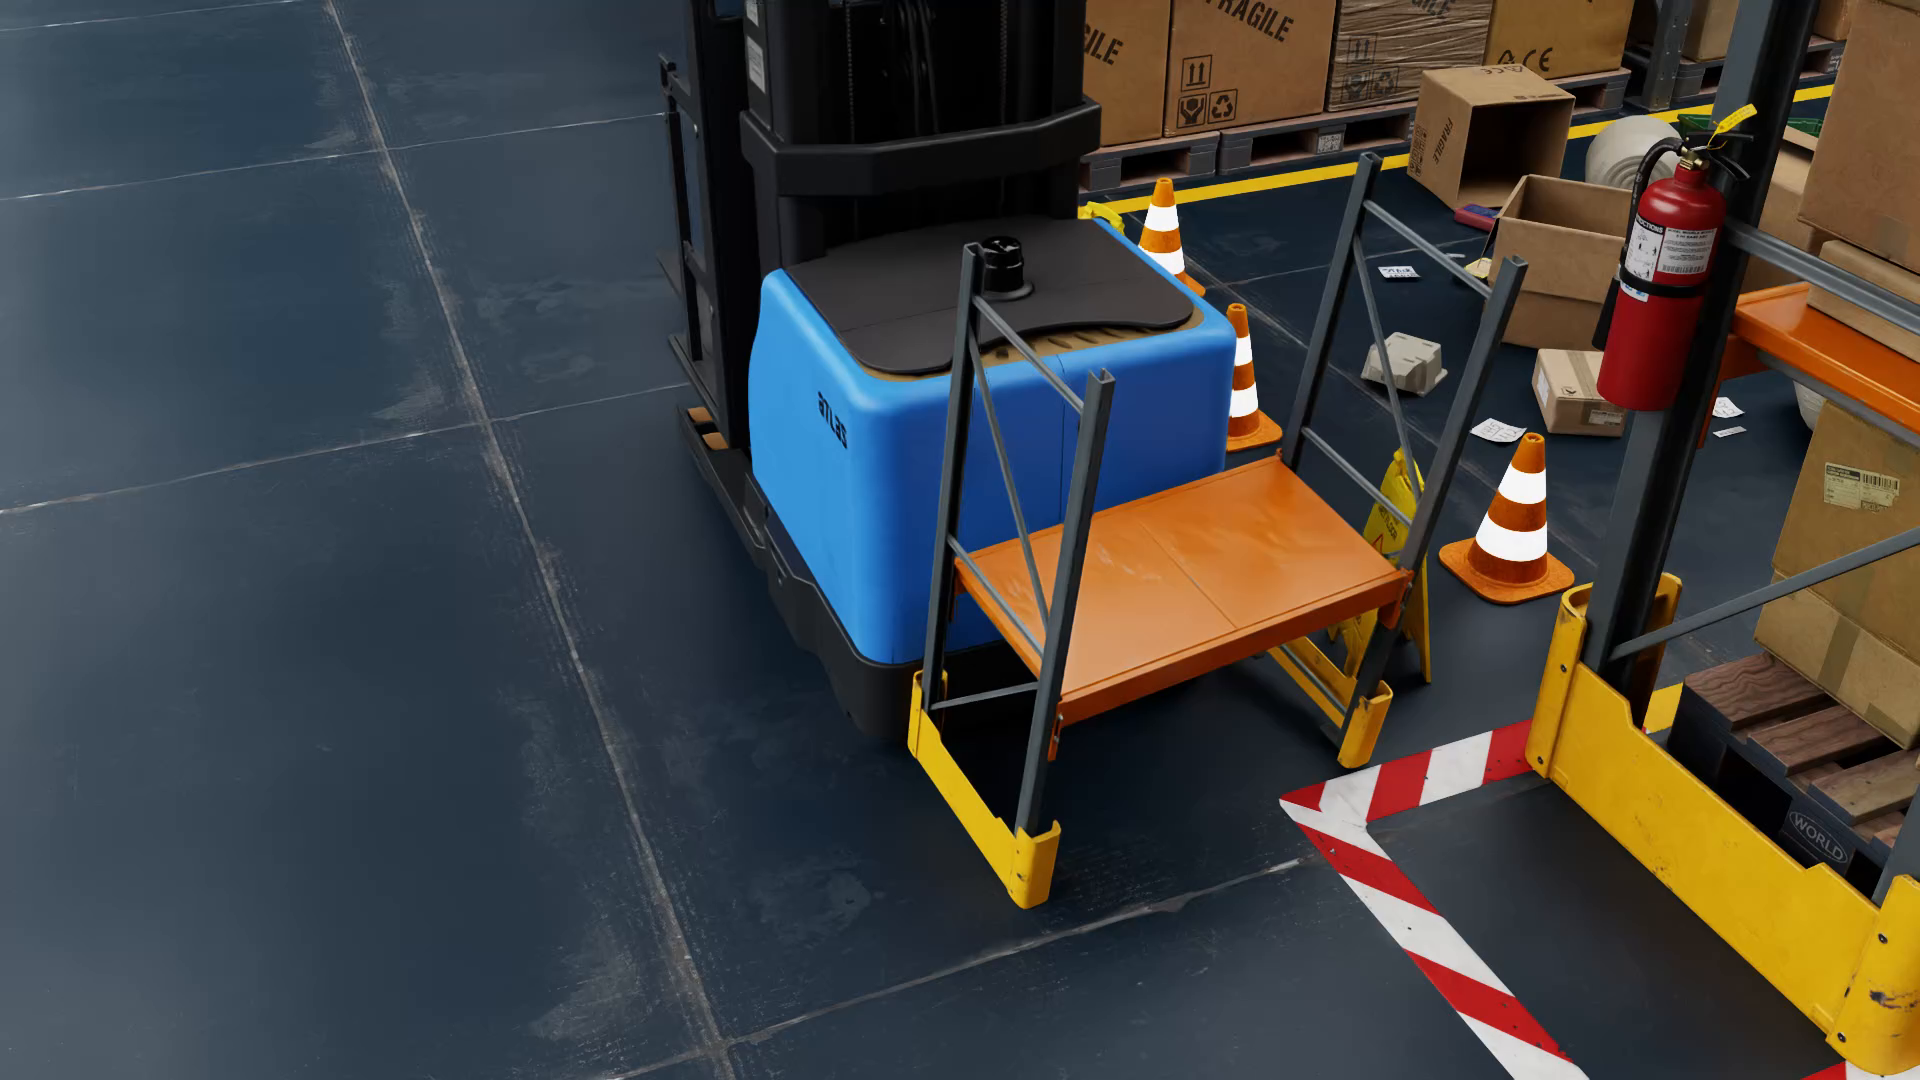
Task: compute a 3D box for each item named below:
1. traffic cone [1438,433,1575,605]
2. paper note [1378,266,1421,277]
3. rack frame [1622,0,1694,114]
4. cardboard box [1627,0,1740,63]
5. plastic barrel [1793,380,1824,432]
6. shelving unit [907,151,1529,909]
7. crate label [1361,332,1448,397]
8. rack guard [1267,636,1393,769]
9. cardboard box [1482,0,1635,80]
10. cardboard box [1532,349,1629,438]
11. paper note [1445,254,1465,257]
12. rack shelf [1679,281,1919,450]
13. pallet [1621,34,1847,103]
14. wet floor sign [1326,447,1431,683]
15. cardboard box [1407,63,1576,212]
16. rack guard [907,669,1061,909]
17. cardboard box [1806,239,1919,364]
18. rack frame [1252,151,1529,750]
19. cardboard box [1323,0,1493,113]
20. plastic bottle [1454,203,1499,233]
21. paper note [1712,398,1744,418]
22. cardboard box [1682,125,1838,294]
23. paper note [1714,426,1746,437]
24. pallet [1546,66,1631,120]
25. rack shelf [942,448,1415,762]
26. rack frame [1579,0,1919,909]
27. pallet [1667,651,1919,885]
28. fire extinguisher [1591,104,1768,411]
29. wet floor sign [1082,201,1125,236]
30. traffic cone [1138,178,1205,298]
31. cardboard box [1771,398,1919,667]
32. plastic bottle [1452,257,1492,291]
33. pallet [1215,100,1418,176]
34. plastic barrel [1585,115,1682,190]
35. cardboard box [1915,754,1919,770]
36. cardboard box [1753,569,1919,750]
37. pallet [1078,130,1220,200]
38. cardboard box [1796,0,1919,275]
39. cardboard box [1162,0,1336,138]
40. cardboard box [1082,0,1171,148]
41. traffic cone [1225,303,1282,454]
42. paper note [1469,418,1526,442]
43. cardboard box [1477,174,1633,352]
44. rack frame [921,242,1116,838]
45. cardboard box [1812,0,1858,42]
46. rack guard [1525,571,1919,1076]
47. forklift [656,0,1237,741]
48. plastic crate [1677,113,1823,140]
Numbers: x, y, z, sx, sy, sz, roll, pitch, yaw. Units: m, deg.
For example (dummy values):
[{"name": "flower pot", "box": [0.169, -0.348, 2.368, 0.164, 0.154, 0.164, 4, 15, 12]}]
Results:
[{"name": "traffic cone", "box": [1.677, -0.105, 4.987, 0.334, 0.463, 0.336, -13, 35, -19]}, {"name": "paper note", "box": [1.835, -1.120, 6.945, 0.142, 0.017, 0.144, -2, 33, -2]}, {"name": "rack frame", "box": [3.459, -3.741, 8.250, 0.127, 3.000, 1.000, -13, 35, -19]}, {"name": "cardboard box", "box": [3.996, -3.151, 9.020, 0.750, 0.750, 1.050, -13, 35, -19]}, {"name": "plastic barrel", "box": [3.098, -0.546, 5.702, 0.421, 0.421, 0.512, 10, 34, 14]}, {"name": "shelving unit", "box": [0.530, -0.013, 3.822, 1.083, 1.500, 0.587, -17, 46, -25]}, {"name": "crate label", "box": [1.635, -0.652, 6.127, 0.250, 0.136, 0.298, 23, 39, 30]}, {"name": "rack guard", "box": [0.911, 0.319, 4.442, 0.087, 0.250, 0.587, -17, 46, -25]}, {"name": "cardboard box", "box": [2.852, -2.929, 8.565, 0.875, 0.875, 0.875, -12, 35, -18]}, {"name": "cardboard box", "box": [2.206, -0.526, 5.923, 0.250, 0.149, 0.380, 4, 33, 6]}, {"name": "paper note", "box": [2.095, -1.218, 7.112, 0.123, 0.001, 0.032, 4, 33, 6]}, {"name": "rack shelf", "box": [3.624, -0.550, 4.004, 4.000, 0.370, 1.077, -13, 35, -19]}, {"name": "pallet", "box": [4.141, -2.773, 9.319, 1.213, 0.211, 1.003, -13, 35, -19]}, {"name": "wet floor sign", "box": [1.191, 0.060, 4.566, 0.232, 0.644, 0.267, -2, 33, -2]}, {"name": "cardboard box", "box": [2.425, -1.851, 7.634, 0.500, 0.500, 0.500, -7, 34, -11]}, {"name": "rack guard", "box": [0.047, 0.591, 4.026, 0.087, 0.250, 0.587, -17, 46, -25]}, {"name": "cardboard box", "box": [2.042, -0.510, 3.514, 0.250, 0.149, 0.380, -12, 35, -17]}, {"name": "rack frame", "box": [0.963, -0.149, 4.031, 0.032, 1.500, 0.500, -17, 46, -25]}, {"name": "cardboard box", "box": [2.022, -2.737, 8.269, 0.875, 0.875, 0.875, -13, 35, -19]}, {"name": "plastic bottle", "box": [2.349, -1.414, 7.367, 0.133, 0.061, 0.283, -27, 42, -35]}, {"name": "paper note", "box": [2.722, -0.484, 5.977, 0.142, 0.019, 0.148, -2, 33, -2]}, {"name": "cardboard box", "box": [3.278, -1.285, 6.639, 0.503, 0.637, 0.797, -13, 35, -19]}, {"name": "paper note", "box": [2.697, -0.380, 5.824, 0.123, 0.001, 0.032, -13, 35, -19]}, {"name": "pallet", "box": [2.727, -2.451, 8.824, 1.213, 0.211, 1.003, -13, 35, -19]}, {"name": "rack shelf", "box": [0.507, 0.124, 3.937, 1.000, 0.185, 0.538, -17, 46, -25]}, {"name": "rack frame", "box": [1.780, -0.429, 3.159, 0.127, 3.000, 1.000, -13, 35, -19]}, {"name": "pallet", "box": [2.613, 0.570, 4.180, 1.213, 0.211, 1.003, -13, 35, -19]}, {"name": "fire extinguisher", "box": [1.496, -0.604, 3.499, 0.183, 0.674, 0.296, -13, 35, -19]}, {"name": "wet floor sign", "box": [0.510, -0.908, 6.054, 0.232, 0.644, 0.267, -19, 38, -27]}, {"name": "traffic cone", "box": [0.810, -1.232, 6.718, 0.334, 0.463, 0.336, -13, 35, -19]}, {"name": "cardboard box", "box": [2.418, -0.067, 4.051, 0.500, 0.500, 0.500, -13, 35, -19]}, {"name": "plastic bottle", "box": [2.182, -1.116, 6.910, 0.283, 0.061, 0.133, -27, 42, -35]}, {"name": "pallet", "box": [1.601, -2.192, 8.425, 1.213, 0.211, 1.003, -13, 35, -19]}, {"name": "plastic barrel", "box": [3.006, -1.651, 7.399, 0.421, 0.421, 0.512, 10, 34, 14]}, {"name": "cardboard box", "box": [2.631, 0.516, 3.842, 0.500, 0.250, 0.500, -13, 35, -19]}, {"name": "cardboard box", "box": [2.443, 0.237, 4.272, 0.500, 0.250, 0.500, -13, 35, -19]}, {"name": "pallet", "box": [0.477, -1.936, 8.032, 1.213, 0.211, 1.003, -13, 35, -19]}, {"name": "cardboard box", "box": [2.174, -0.849, 3.440, 0.500, 0.500, 0.500, -14, 35, -20]}, {"name": "cardboard box", "box": [1.181, -2.545, 7.975, 0.875, 0.875, 0.875, -13, 35, -20]}, {"name": "cardboard box", "box": [0.370, -2.359, 7.688, 0.875, 0.875, 0.875, -13, 35, -19]}, {"name": "traffic cone", "box": [0.934, -0.591, 5.735, 0.334, 0.463, 0.336, -13, 35, -19]}, {"name": "paper note", "box": [1.881, -0.385, 5.814, 0.142, 0.019, 0.148, -27, 42, -35]}, {"name": "cardboard box", "box": [2.419, -1.027, 6.366, 0.797, 0.503, 0.637, 16, 36, 23]}, {"name": "rack frame", "box": [0.081, 0.129, 3.607, 0.032, 1.500, 0.500, -17, 46, -25]}, {"name": "cardboard box", "box": [4.887, -3.352, 9.330, 0.750, 0.750, 1.050, -13, 35, -19]}, {"name": "rack guard", "box": [1.850, 0.603, 3.865, 0.348, 0.500, 1.175, -13, 35, -19]}, {"name": "forklift", "box": [-0.319, -1.501, 4.869, 1.130, 2.935, 3.031, -13, 35, -18]}, {"name": "plastic crate", "box": [3.806, -1.891, 7.932, 0.662, 0.188, 0.450, 4, 23, 6]}]
